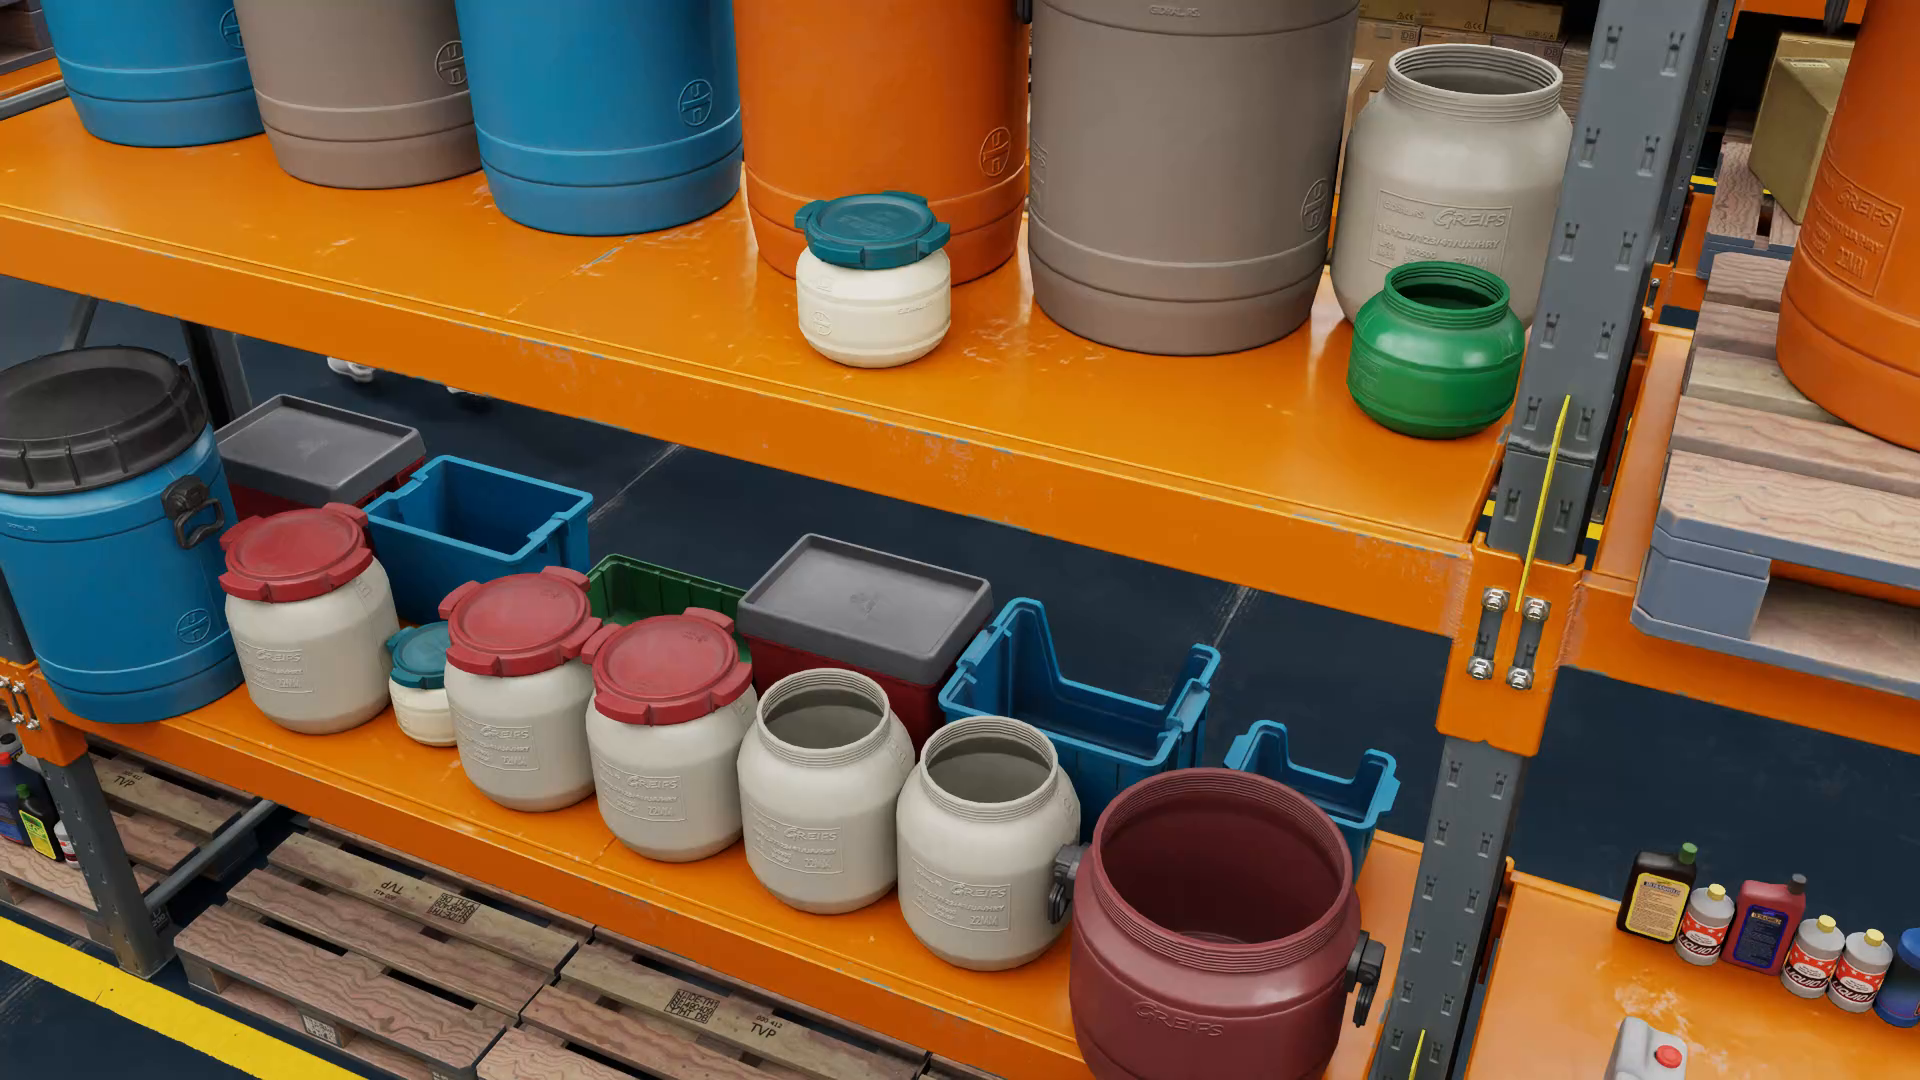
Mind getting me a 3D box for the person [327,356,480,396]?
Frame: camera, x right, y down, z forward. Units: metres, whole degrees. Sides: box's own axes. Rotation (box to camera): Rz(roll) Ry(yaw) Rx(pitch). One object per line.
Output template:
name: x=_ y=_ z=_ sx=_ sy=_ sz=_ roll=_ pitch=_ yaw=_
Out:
person: x=-2.952 y=-1.553 z=8.482 sx=1.048 sy=1.745 sz=0.527 roll=20 pitch=39 yaw=28
